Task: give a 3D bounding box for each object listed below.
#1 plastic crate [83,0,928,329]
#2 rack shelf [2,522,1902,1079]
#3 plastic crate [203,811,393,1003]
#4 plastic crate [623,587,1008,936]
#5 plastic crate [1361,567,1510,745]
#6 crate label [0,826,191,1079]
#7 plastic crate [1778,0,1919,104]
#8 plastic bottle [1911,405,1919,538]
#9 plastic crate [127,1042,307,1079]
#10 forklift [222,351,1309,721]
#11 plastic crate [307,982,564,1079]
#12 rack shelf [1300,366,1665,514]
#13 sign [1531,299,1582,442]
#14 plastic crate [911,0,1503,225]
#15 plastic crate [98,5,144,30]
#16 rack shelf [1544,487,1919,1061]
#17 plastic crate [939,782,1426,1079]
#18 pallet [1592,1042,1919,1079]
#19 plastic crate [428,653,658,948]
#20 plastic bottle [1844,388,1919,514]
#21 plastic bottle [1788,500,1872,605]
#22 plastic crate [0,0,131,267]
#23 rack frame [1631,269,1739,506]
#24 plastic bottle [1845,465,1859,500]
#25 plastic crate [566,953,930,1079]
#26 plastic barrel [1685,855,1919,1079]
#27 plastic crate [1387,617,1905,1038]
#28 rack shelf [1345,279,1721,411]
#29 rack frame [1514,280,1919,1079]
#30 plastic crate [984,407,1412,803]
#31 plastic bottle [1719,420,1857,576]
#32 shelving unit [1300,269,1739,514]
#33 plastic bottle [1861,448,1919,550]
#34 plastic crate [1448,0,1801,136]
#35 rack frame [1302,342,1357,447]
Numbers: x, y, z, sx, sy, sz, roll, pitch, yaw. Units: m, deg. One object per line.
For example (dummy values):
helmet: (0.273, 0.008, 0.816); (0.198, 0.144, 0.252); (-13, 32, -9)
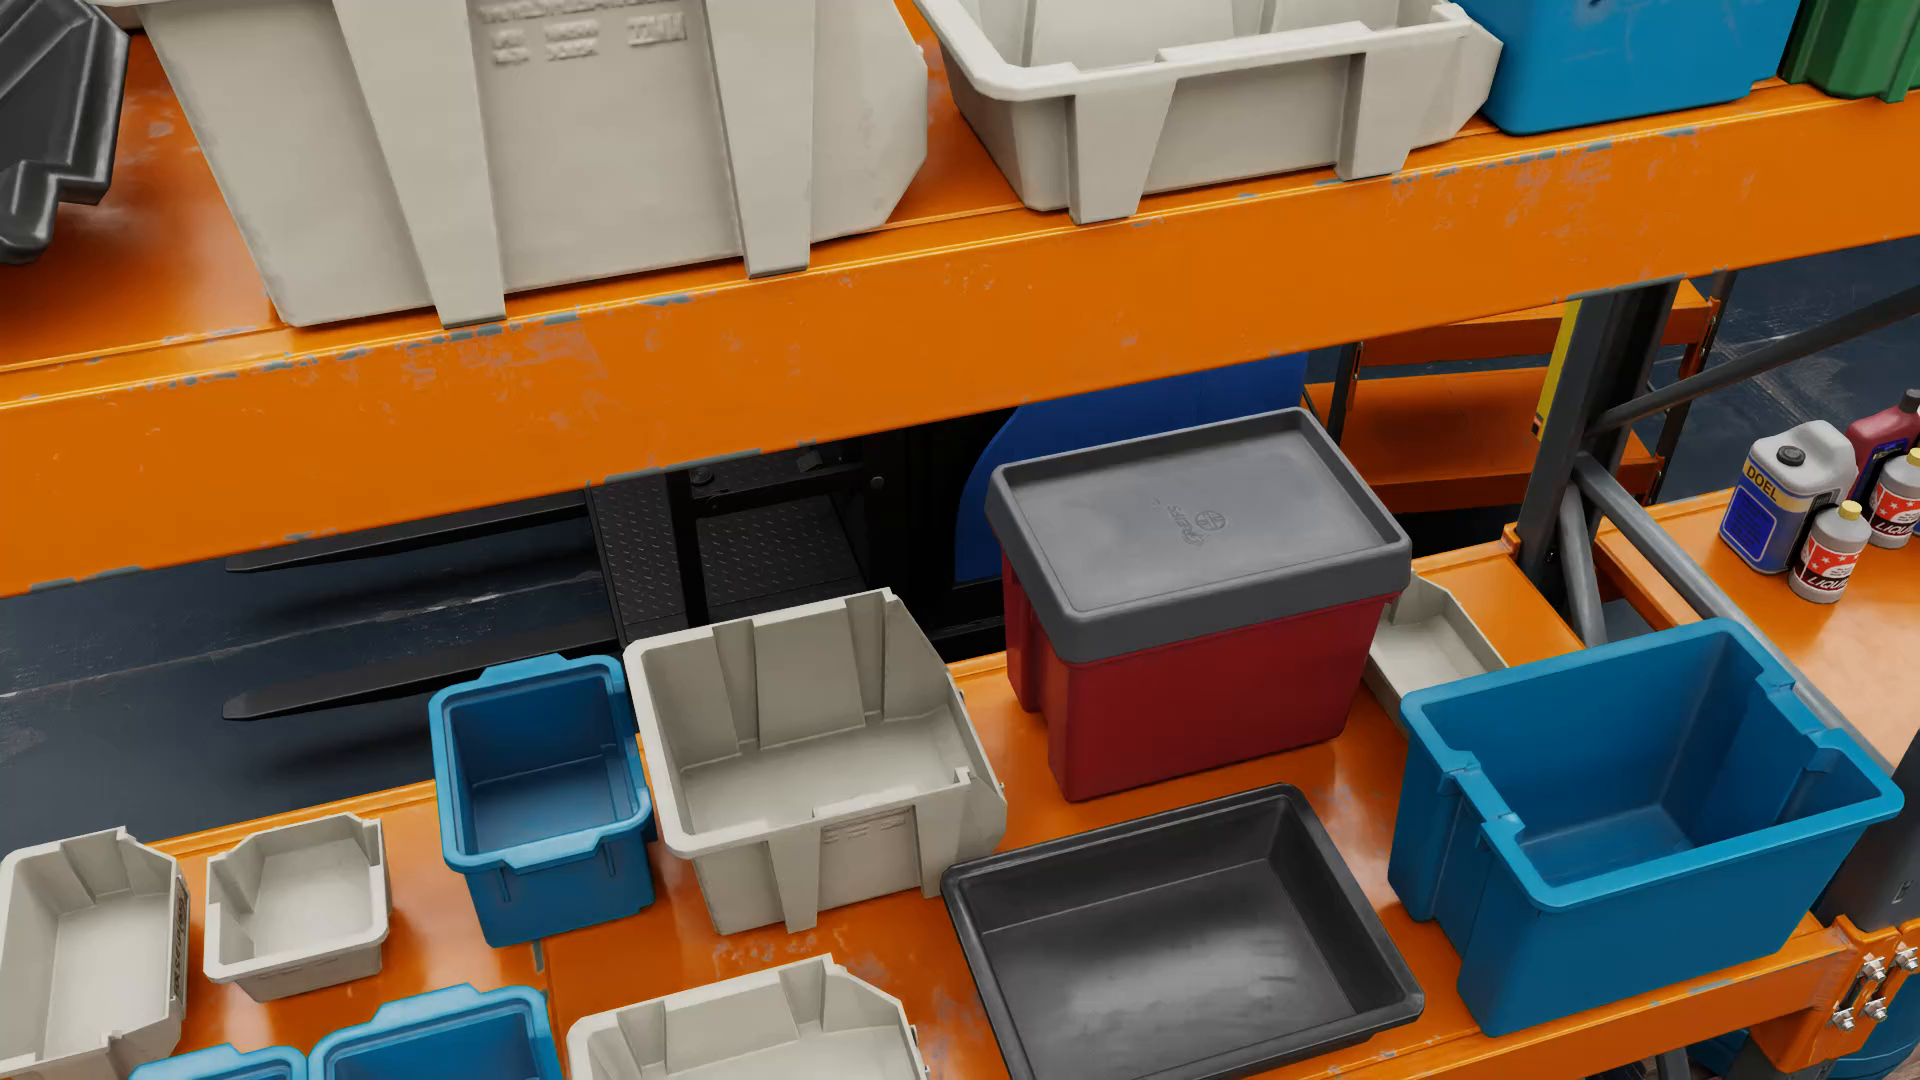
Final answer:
plastic crate: (-0.313, -0.393, 1.230); (0.530, 0.282, 0.437); (-12, 42, -13)
rack shelf: (-0.612, 0.812, 2.588); (4.000, 0.370, 1.077); (-12, 42, -13)
plastic crate: (-0.980, 0.549, 2.496); (0.250, 0.136, 0.298); (-12, 42, -13)
plastic crate: (-0.216, 0.354, 2.610); (0.530, 0.282, 0.437); (-12, 42, -13)
plastic crate: (0.809, 0.225, 2.868); (0.243, 0.136, 0.396); (-12, 42, -13)
crate label: (-1.257, 0.619, 2.416); (0.243, 0.136, 0.396); (-12, 42, -13)
plastic crate: (0.983, -0.631, 1.573); (0.662, 0.188, 0.450); (-12, 42, -13)
plastic bottle: (1.923, -0.161, 3.248); (0.135, 0.276, 0.152); (-12, 42, -13)
plastic crate: (-0.929, 0.874, 2.051); (0.300, 0.233, 0.416); (-12, 42, -13)
forklift: (-0.600, -0.978, 4.141); (3.031, 2.935, 1.130); (-12, 43, -13)
plastic crate: (-0.643, 0.815, 2.119); (0.300, 0.233, 0.416); (-12, 42, -13)
rack shelf: (1.523, -0.262, 5.066); (1.000, 0.278, 0.538); (-5, 41, -5)
sign: (1.132, -0.304, 3.108); (0.005, 0.325, 0.100); (-12, 42, -13)
plastic crate: (0.197, -0.395, 1.342); (0.466, 0.136, 0.293); (-12, 42, -13)
plastic crate: (-0.623, -0.658, 1.644); (0.530, 0.136, 0.437); (-12, 42, -13)
rack shelf: (3.203, 0.021, 3.493); (4.000, 0.370, 1.077); (-12, 42, -13)
plastic crate: (0.309, 0.616, 2.428); (0.590, 0.125, 0.437); (-12, 42, -13)
pallet: (2.044, 1.069, 3.866); (1.213, 0.211, 1.003); (-12, 42, -13)
plastic crate: (-0.638, 0.410, 2.583); (0.300, 0.233, 0.416); (-12, 42, -13)
plastic bottle: (1.782, -0.166, 3.248); (0.133, 0.283, 0.061); (-12, 42, -13)
plastic bottle: (1.630, 0.014, 3.105); (0.097, 0.201, 0.097); (0, 41, 0)
plastic crate: (-0.980, -0.300, 1.080); (0.767, 0.338, 0.504); (-12, 42, -13)
rack frame: (2.028, -0.487, 4.952); (0.032, 1.125, 0.500); (-5, 41, -5)
plastic bottle: (1.677, -0.100, 3.236); (0.097, 0.201, 0.097); (0, 41, 0)
plastic crate: (-0.275, 0.755, 2.261); (0.466, 0.136, 0.293); (-12, 42, -13)
plastic barrel: (1.820, 0.681, 3.467); (0.708, 0.901, 0.600); (-12, 42, -13)
plastic crate: (0.953, 0.435, 2.438); (0.575, 0.384, 0.392); (-12, 42, -13)
rack shelf: (1.523, -0.666, 4.713); (1.000, 0.278, 0.538); (-5, 41, -5)
rack frame: (1.296, 0.146, 2.803); (0.127, 3.000, 1.000); (-12, 42, -13)
plastic crate: (0.369, 0.118, 2.741); (0.583, 0.464, 0.402); (-12, 42, -13)
plastic bottle: (1.575, -0.088, 3.166); (0.135, 0.276, 0.152); (-12, 42, -13)
shelving unit: (1.523, -0.446, 4.905); (1.048, 1.125, 0.538); (-5, 41, -5)
plastic bottle: (1.823, -0.089, 3.223); (0.097, 0.201, 0.097); (0, 41, 0)
plastic crate: (0.523, -0.541, 1.436); (0.300, 0.233, 0.416); (-12, 42, -13)
rack frame: (1.018, -0.405, 4.858); (0.032, 1.125, 0.500); (-5, 41, -5)
